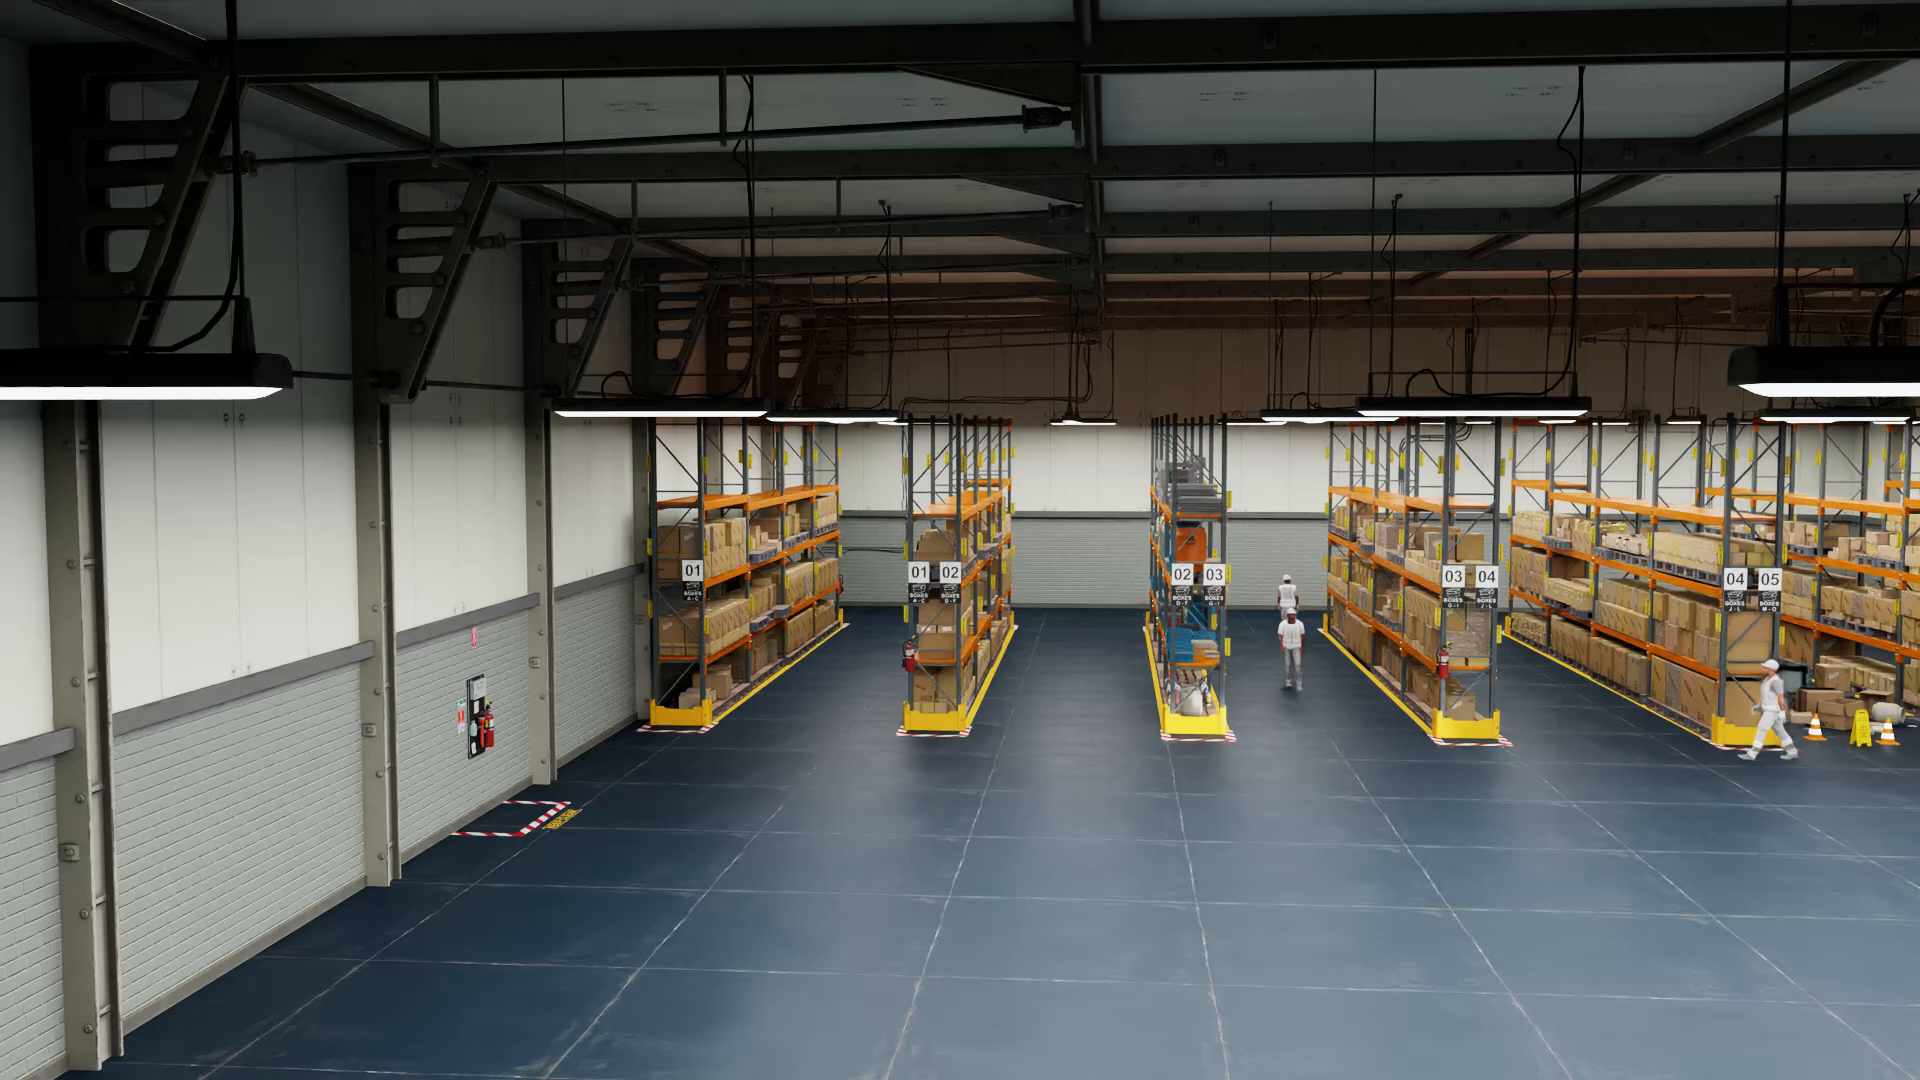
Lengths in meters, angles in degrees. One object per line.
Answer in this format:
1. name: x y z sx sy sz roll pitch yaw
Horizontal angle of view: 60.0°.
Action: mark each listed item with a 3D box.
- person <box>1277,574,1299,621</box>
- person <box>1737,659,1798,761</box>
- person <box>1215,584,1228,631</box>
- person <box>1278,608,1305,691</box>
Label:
1. person: 8.839 1.839 44.805 0.589 1.848 0.434 0 4 6
2. person: 13.872 2.920 28.526 1.014 1.750 0.572 1 4 13
3. person: 7.419 1.715 47.478 0.493 1.671 0.848 0 4 -1
4. person: 7.278 2.389 36.532 0.580 1.796 0.650 1 4 14
